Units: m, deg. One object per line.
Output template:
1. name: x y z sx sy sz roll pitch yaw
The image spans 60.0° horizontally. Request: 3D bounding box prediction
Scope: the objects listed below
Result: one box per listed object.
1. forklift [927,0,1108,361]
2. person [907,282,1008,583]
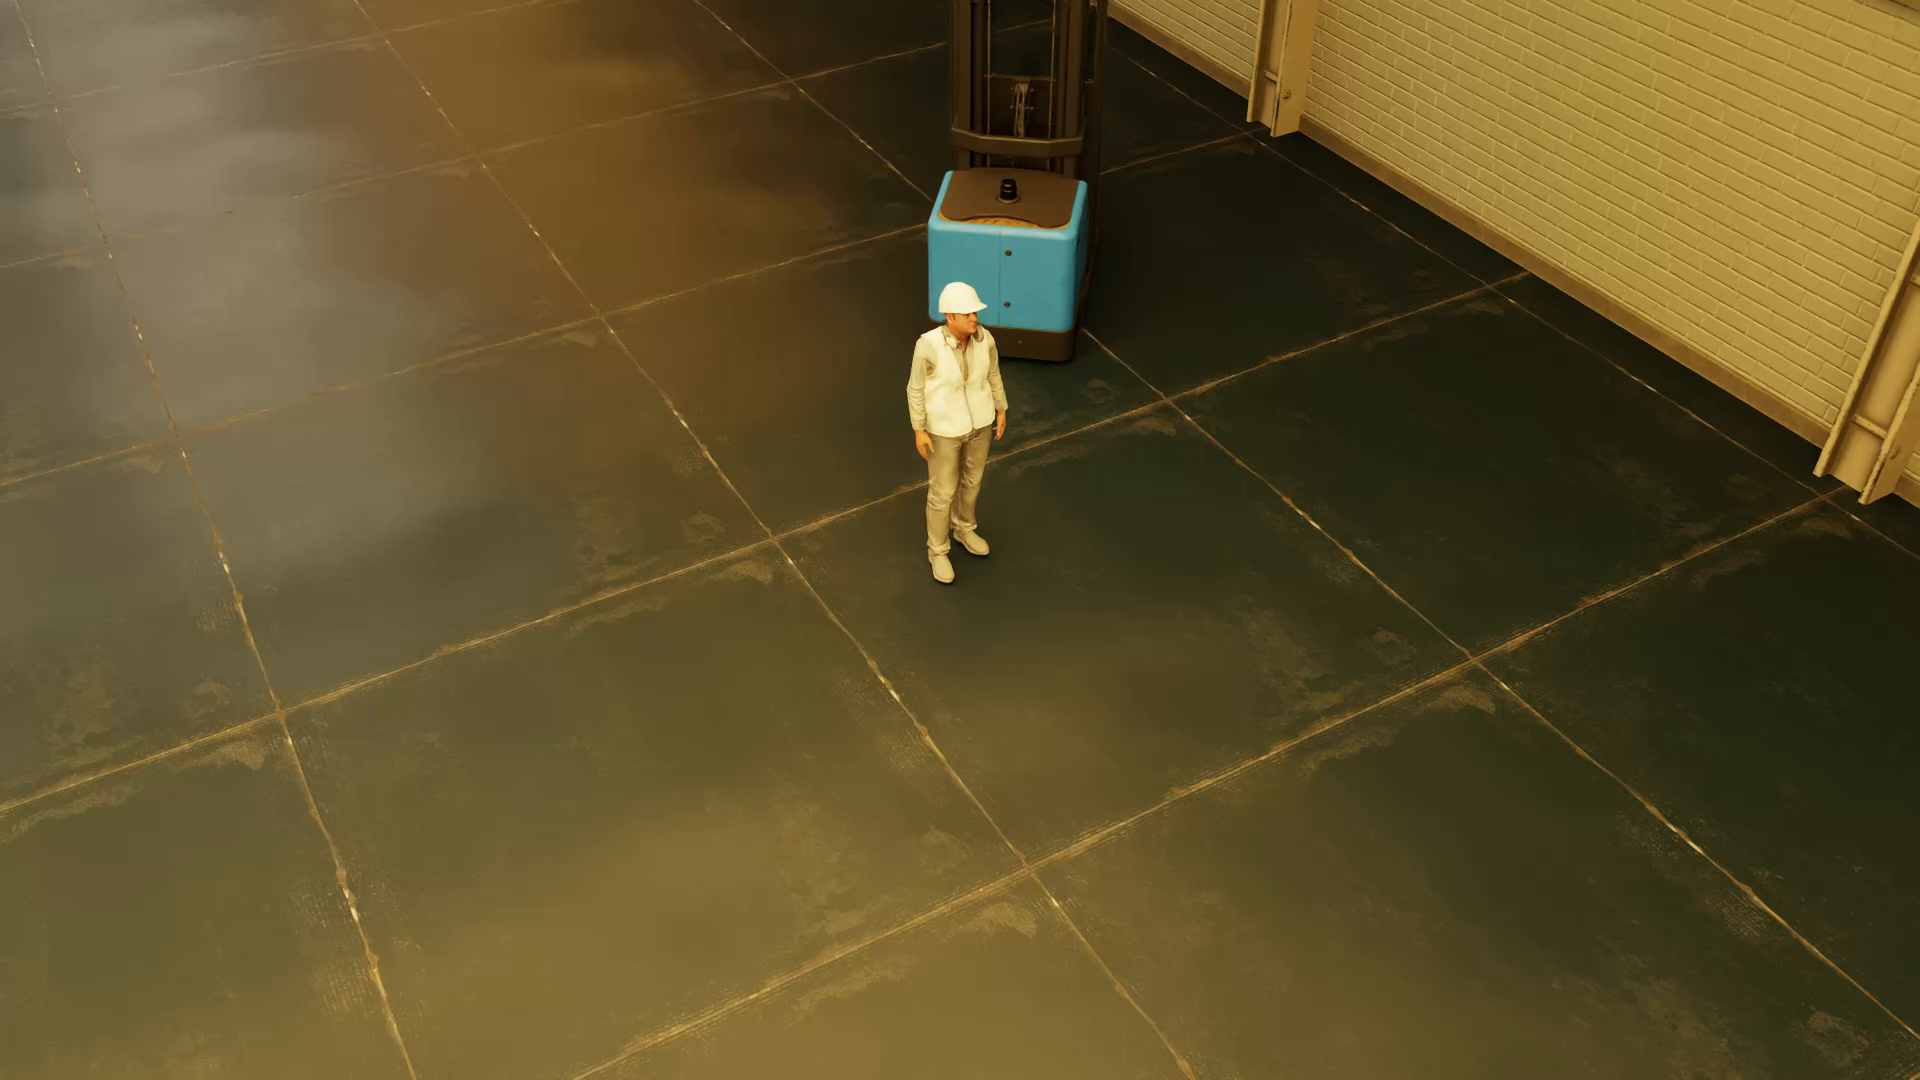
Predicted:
1. forklift: 0.511 -3.332 12.053 1.130 2.935 3.031 6 40 7
2. person: 0.024 -0.652 9.717 0.632 1.773 0.568 -20 44 -23
